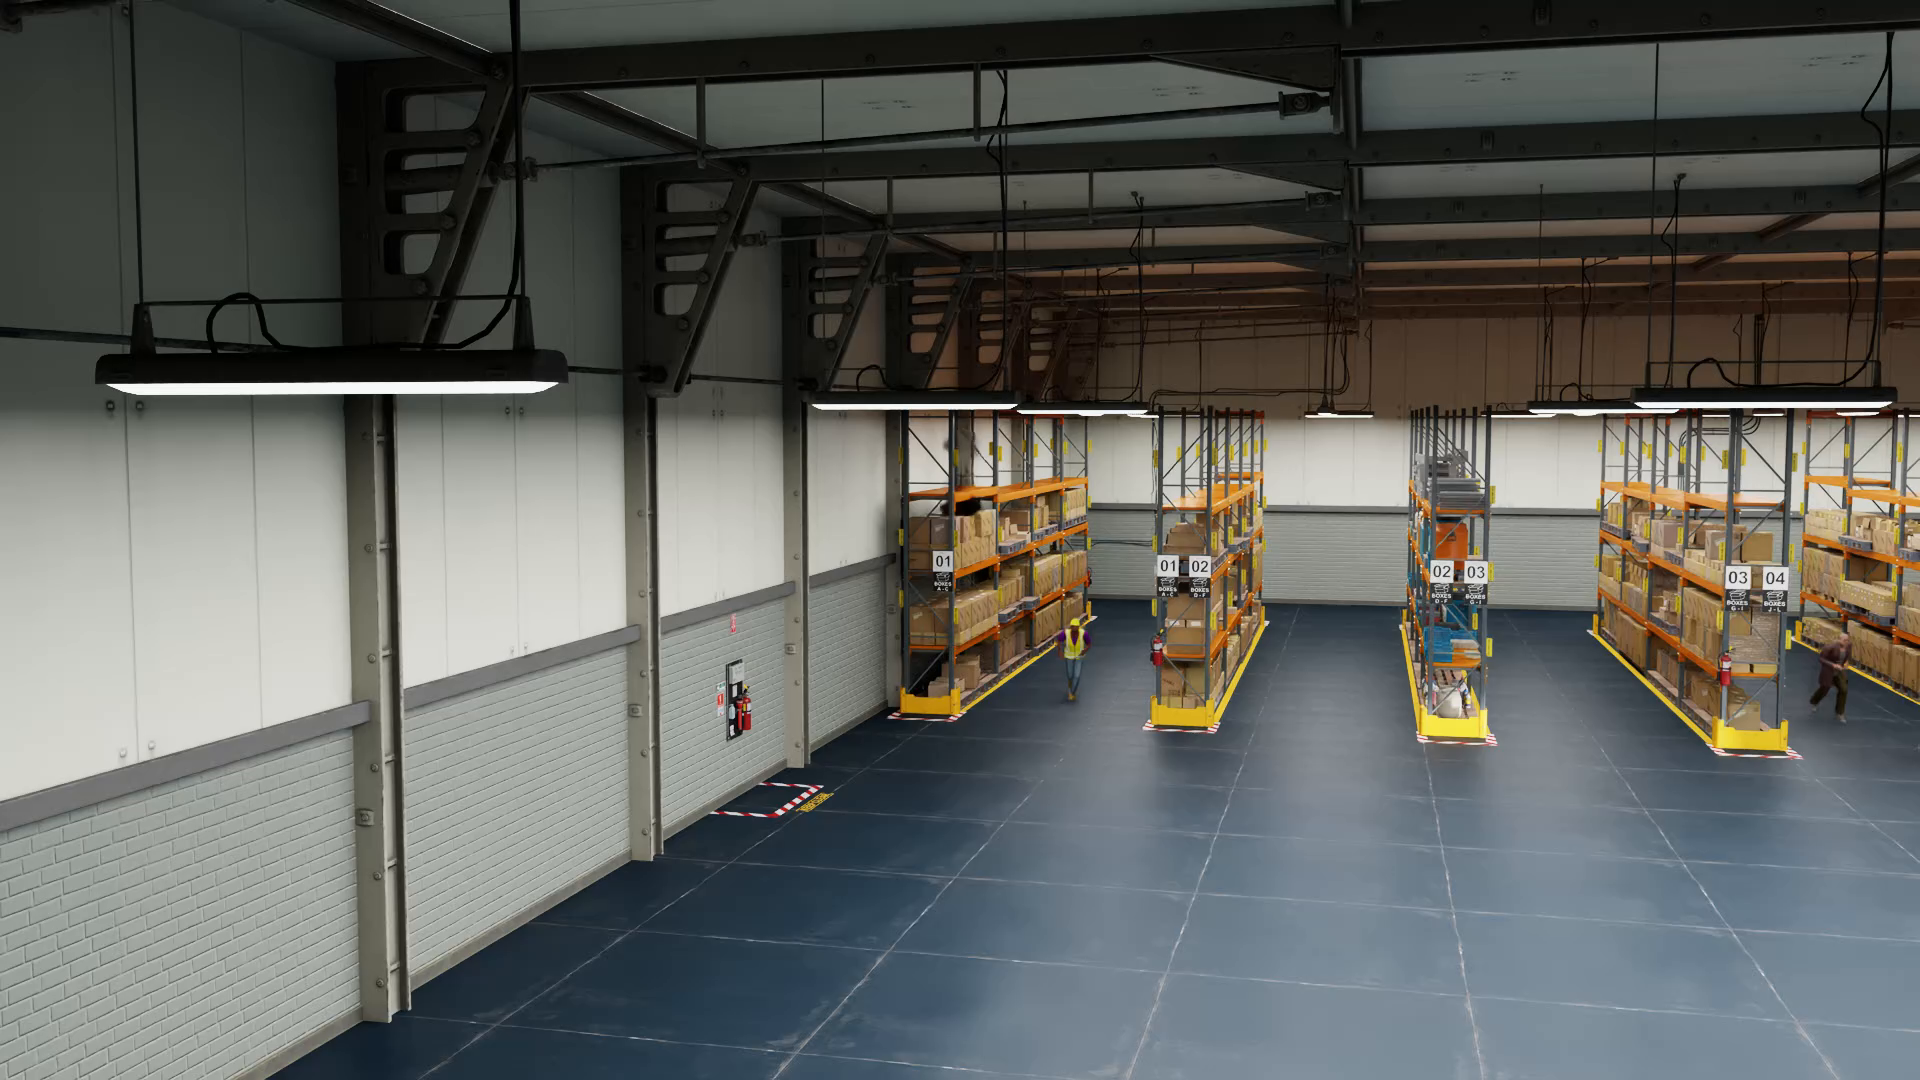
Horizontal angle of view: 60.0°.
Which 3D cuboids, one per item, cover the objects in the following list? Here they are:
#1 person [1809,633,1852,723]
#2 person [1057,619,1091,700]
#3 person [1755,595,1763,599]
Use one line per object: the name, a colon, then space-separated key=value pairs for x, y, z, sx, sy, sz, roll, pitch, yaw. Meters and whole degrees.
person: x=16.732 y=2.605 z=32.001 sx=0.755 sy=1.743 sz=1.066 roll=-1 pitch=4 yaw=-9
person: x=2.352 y=2.440 z=34.271 sx=0.693 sy=1.688 sz=0.779 roll=0 pitch=4 yaw=-2
person: x=20.997 y=1.710 z=44.119 sx=0.700 sy=1.748 sz=0.989 roll=2 pitch=5 yaw=28
